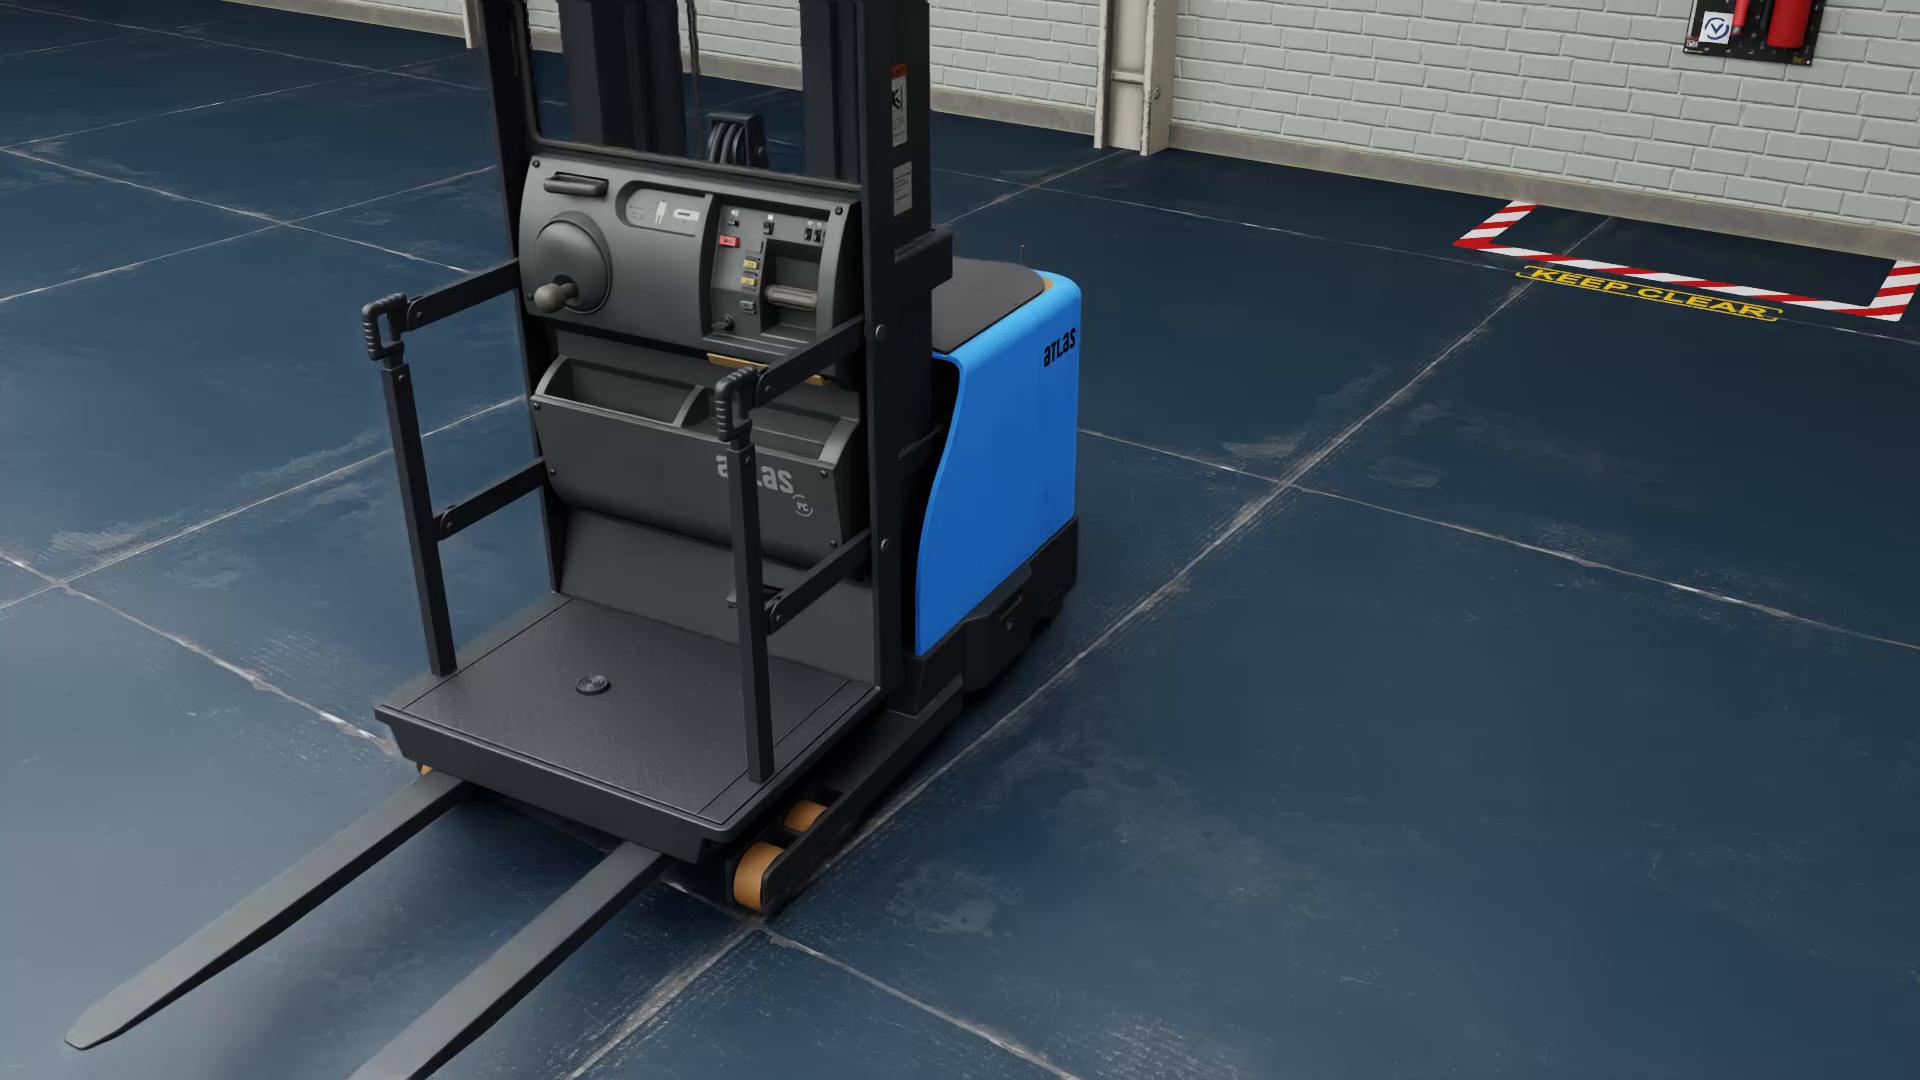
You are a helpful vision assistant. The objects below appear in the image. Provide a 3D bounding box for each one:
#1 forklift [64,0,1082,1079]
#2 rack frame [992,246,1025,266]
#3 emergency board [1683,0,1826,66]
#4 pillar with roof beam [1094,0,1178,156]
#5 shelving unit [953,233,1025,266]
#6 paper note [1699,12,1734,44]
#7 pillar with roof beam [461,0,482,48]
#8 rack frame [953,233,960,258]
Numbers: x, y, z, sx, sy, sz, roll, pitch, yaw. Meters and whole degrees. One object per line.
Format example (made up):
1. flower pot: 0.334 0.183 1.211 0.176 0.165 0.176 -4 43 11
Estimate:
1. forklift: -0.770 -0.646 3.788 1.130 2.935 3.031 14 30 25
2. rack frame: 0.149 -0.427 5.431 0.008 1.050 0.200 16 31 29
3. emergency board: 4.041 -2.986 8.310 0.643 1.169 0.194 17 32 30
4. pillar with roof beam: -1.326 -4.942 5.540 0.400 9.000 9.100 17 32 30
5. shelving unit: 0.046 -0.456 5.489 0.252 1.050 0.215 16 31 29
6. paper note: 3.934 -2.665 8.650 0.142 0.148 0.016 17 32 30
7. pillar with roof beam: -6.272 -6.483 8.567 0.400 9.000 9.100 17 32 30
8. rack frame: -0.057 -0.486 5.548 0.008 1.050 0.200 16 31 29
